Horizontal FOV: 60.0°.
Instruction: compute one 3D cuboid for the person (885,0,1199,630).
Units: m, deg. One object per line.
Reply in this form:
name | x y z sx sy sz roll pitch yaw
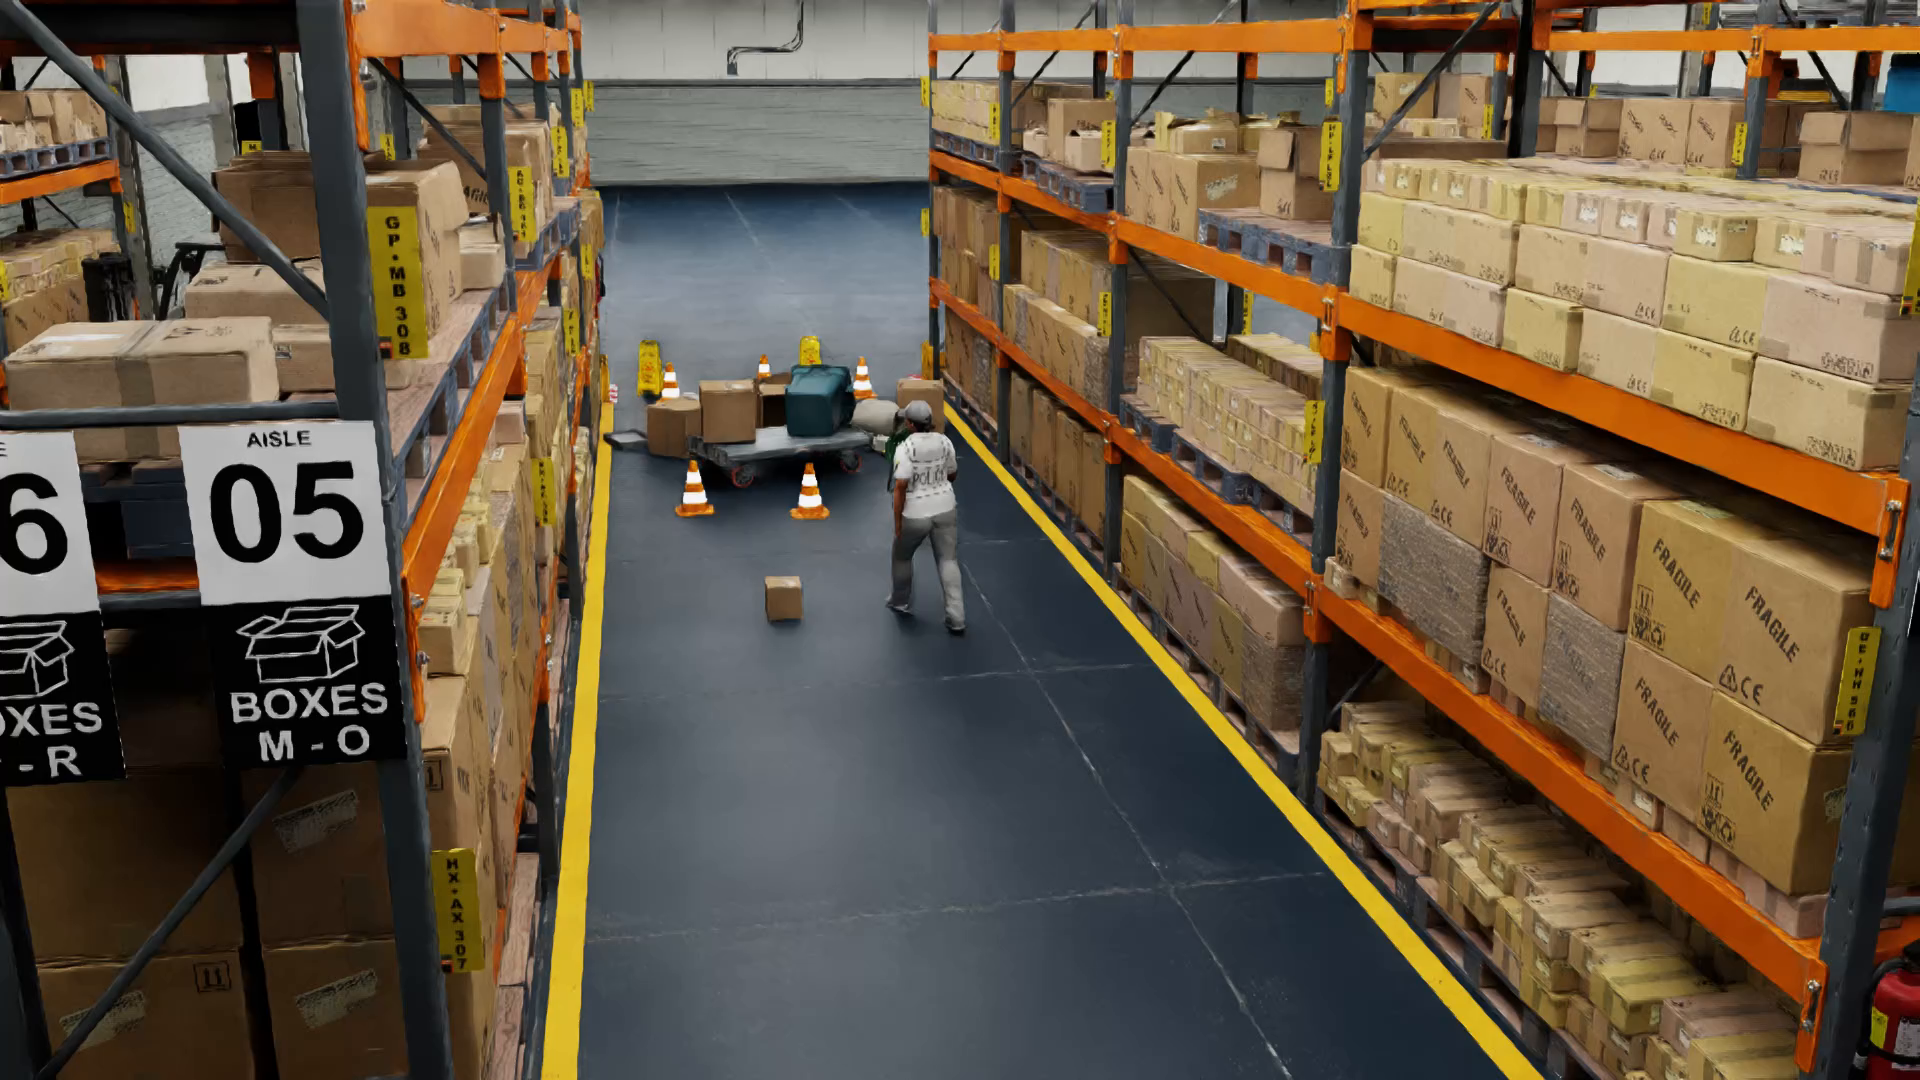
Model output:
person | 3.198 -8.533 32.205 26.110 5.992 37.296 -8 18 -25
